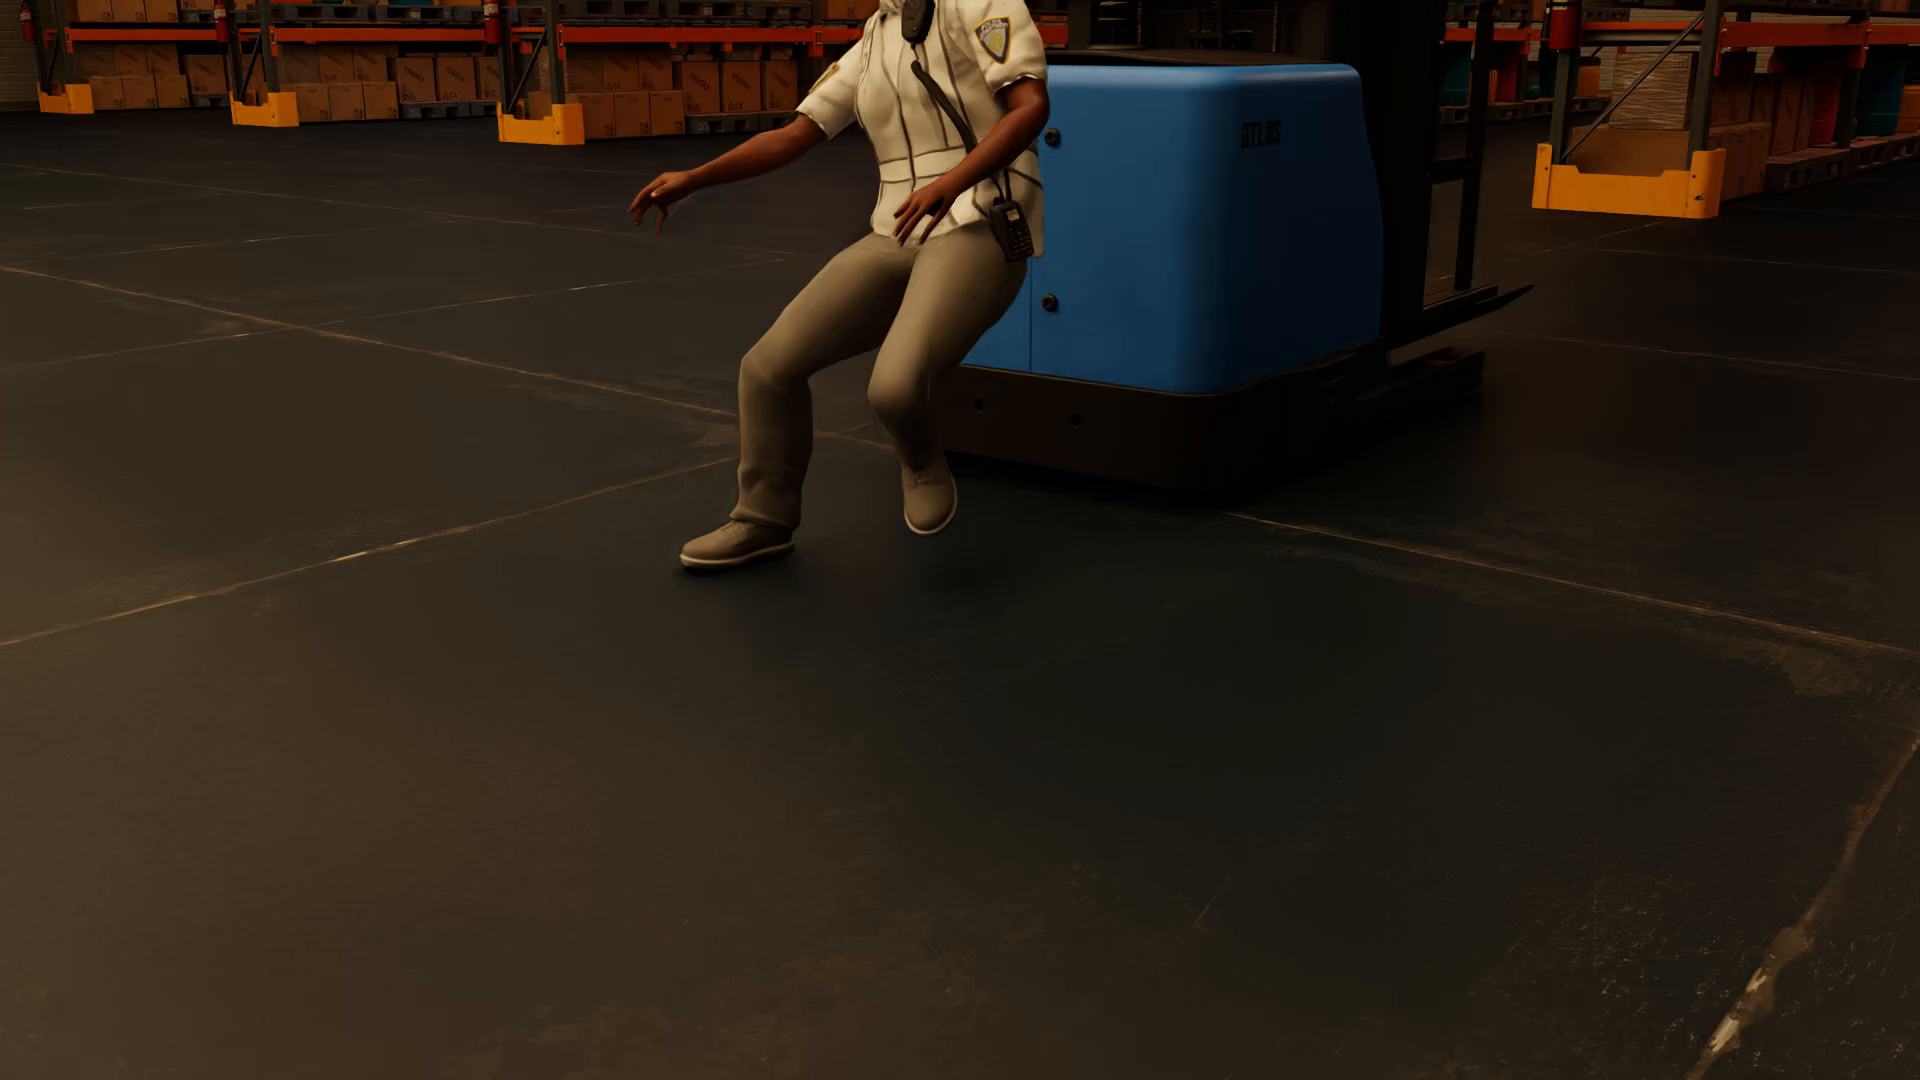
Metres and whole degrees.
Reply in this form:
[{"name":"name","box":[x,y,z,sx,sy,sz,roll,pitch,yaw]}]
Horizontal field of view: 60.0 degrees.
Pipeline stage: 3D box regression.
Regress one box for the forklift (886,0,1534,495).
[{"name":"forklift","box":[1.064,-1.886,5.109,1.130,2.935,3.031,12,21,34]}]

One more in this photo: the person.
[{"name":"person","box":[-0.228,-0.616,3.401,0.723,1.483,0.763,-15,22,-40]}]
